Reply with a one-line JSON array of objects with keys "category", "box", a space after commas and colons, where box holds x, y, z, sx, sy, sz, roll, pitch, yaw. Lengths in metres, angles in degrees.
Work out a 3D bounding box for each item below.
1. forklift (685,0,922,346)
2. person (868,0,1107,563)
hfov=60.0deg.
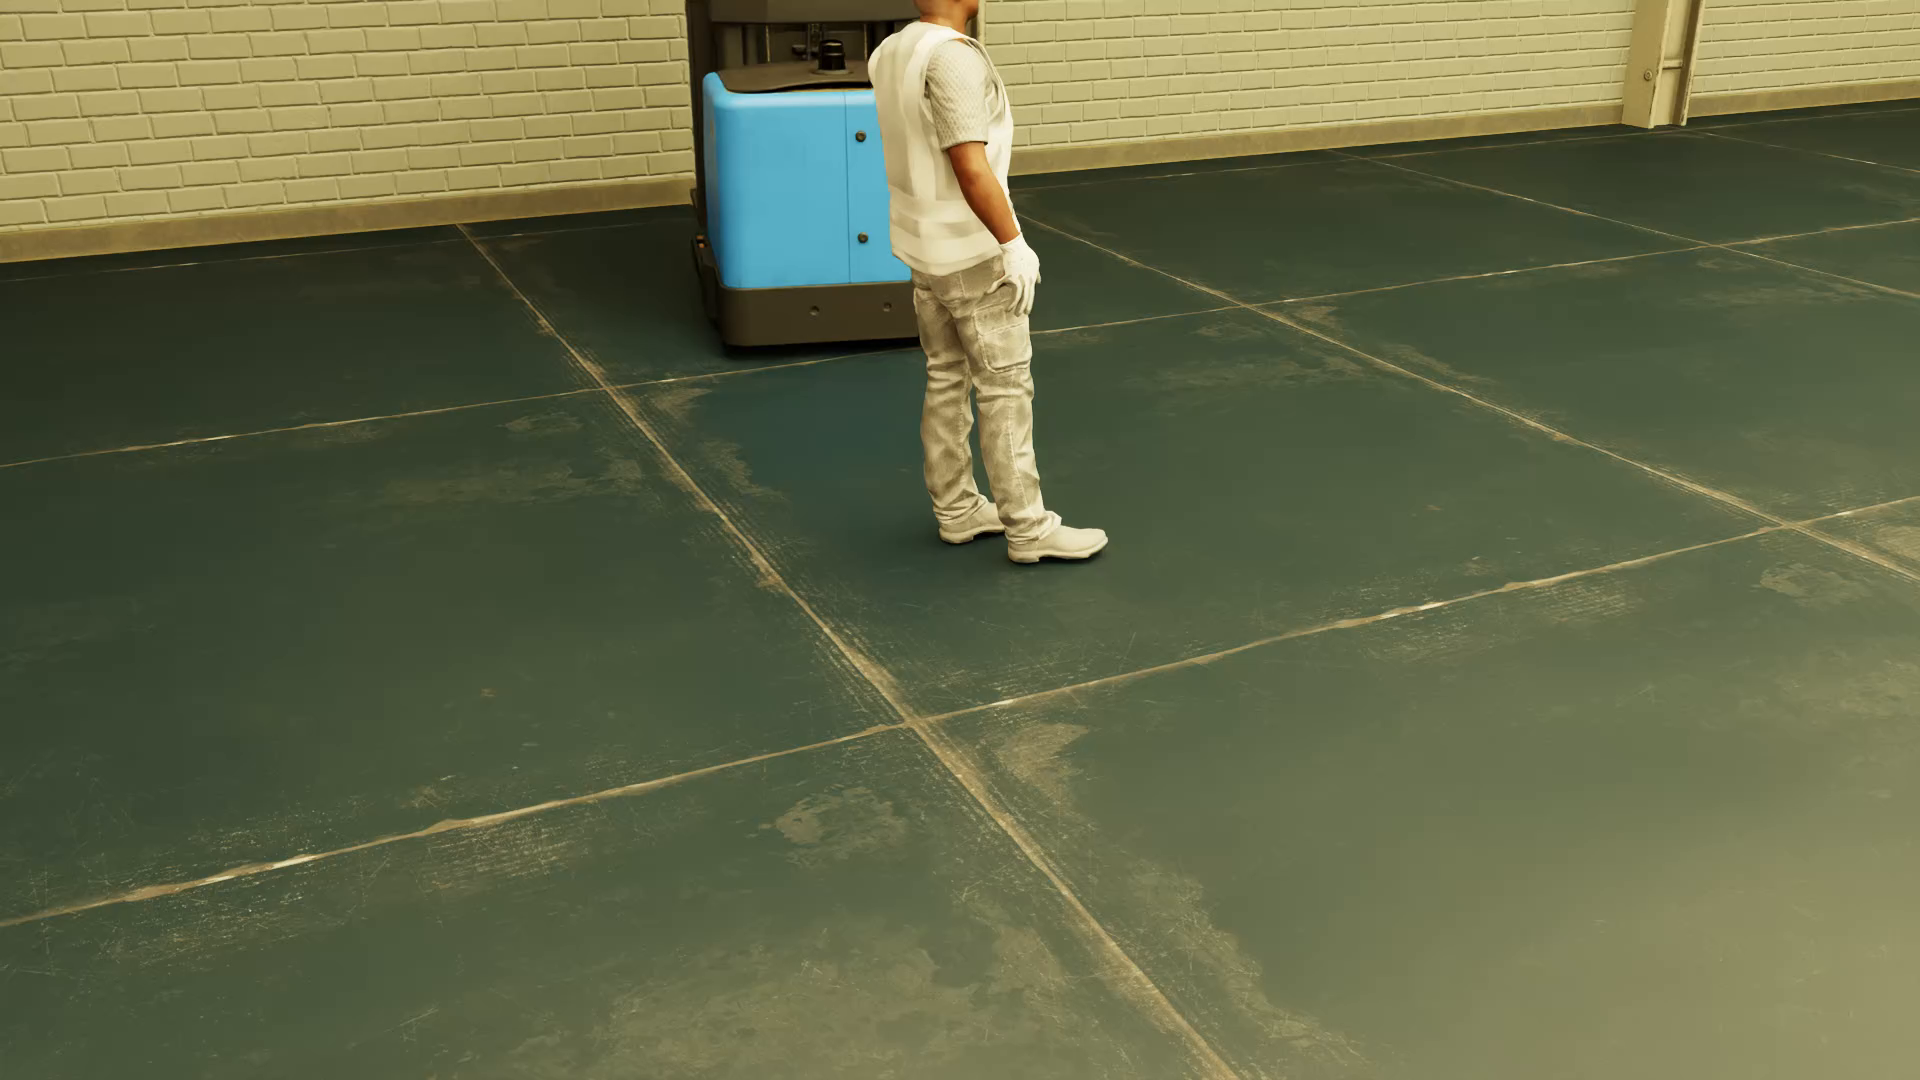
[{"category": "forklift", "box": [-0.753, -2.684, 7.746, 1.130, 2.935, 3.031, -4, 23, -11]}, {"category": "person", "box": [0.069, -0.839, 4.783, 0.575, 1.785, 0.657, -10, 25, -23]}]
